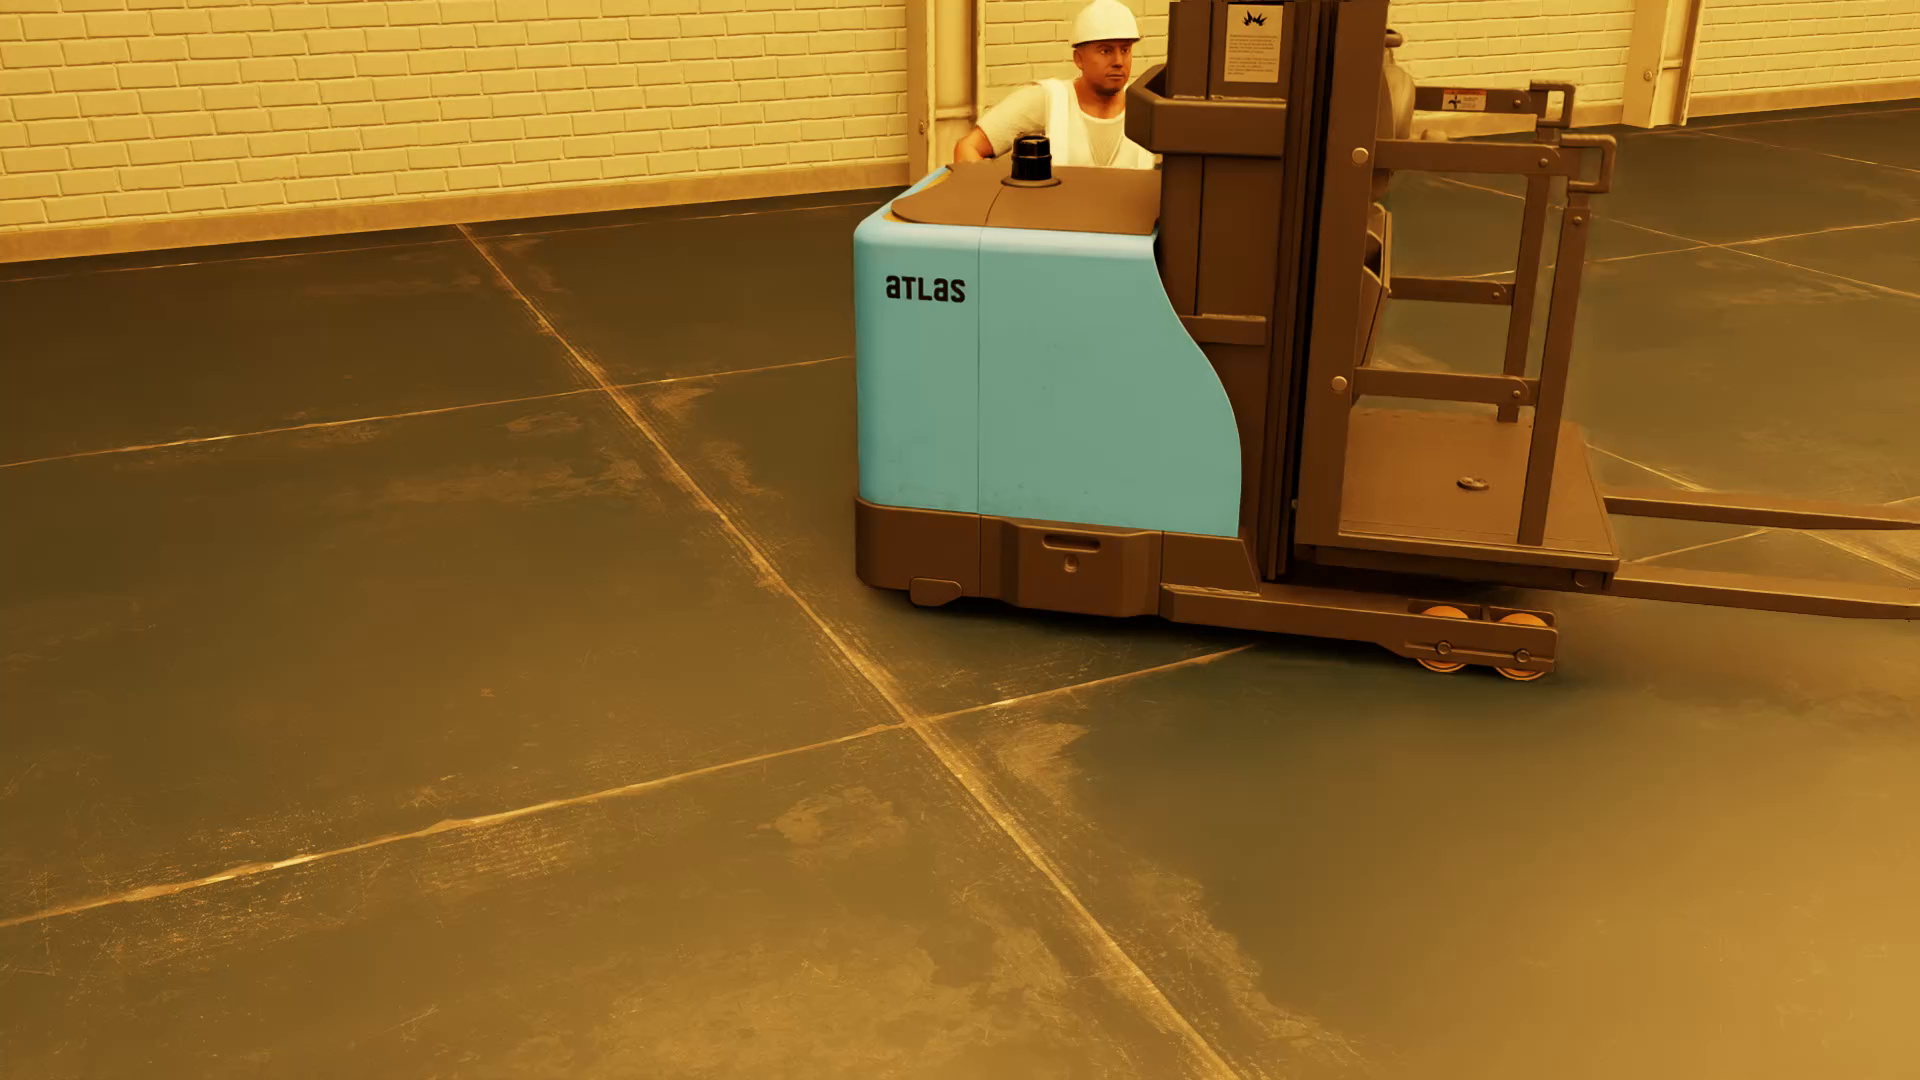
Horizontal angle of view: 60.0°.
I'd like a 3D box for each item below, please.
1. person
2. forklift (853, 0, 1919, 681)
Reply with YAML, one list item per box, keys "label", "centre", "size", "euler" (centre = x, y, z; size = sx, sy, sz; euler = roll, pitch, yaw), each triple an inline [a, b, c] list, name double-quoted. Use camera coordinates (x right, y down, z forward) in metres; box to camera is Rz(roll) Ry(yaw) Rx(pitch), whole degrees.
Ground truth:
- label: "person"
  centre: [0.475, -0.896, 5.284]
  size: [0.923, 1.540, 0.882]
  euler: [-9, 24, -20]
- label: "forklift"
  centre: [1.281, -1.220, 4.224]
  size: [3.031, 2.935, 1.130]
  euler: [5, 23, 13]
